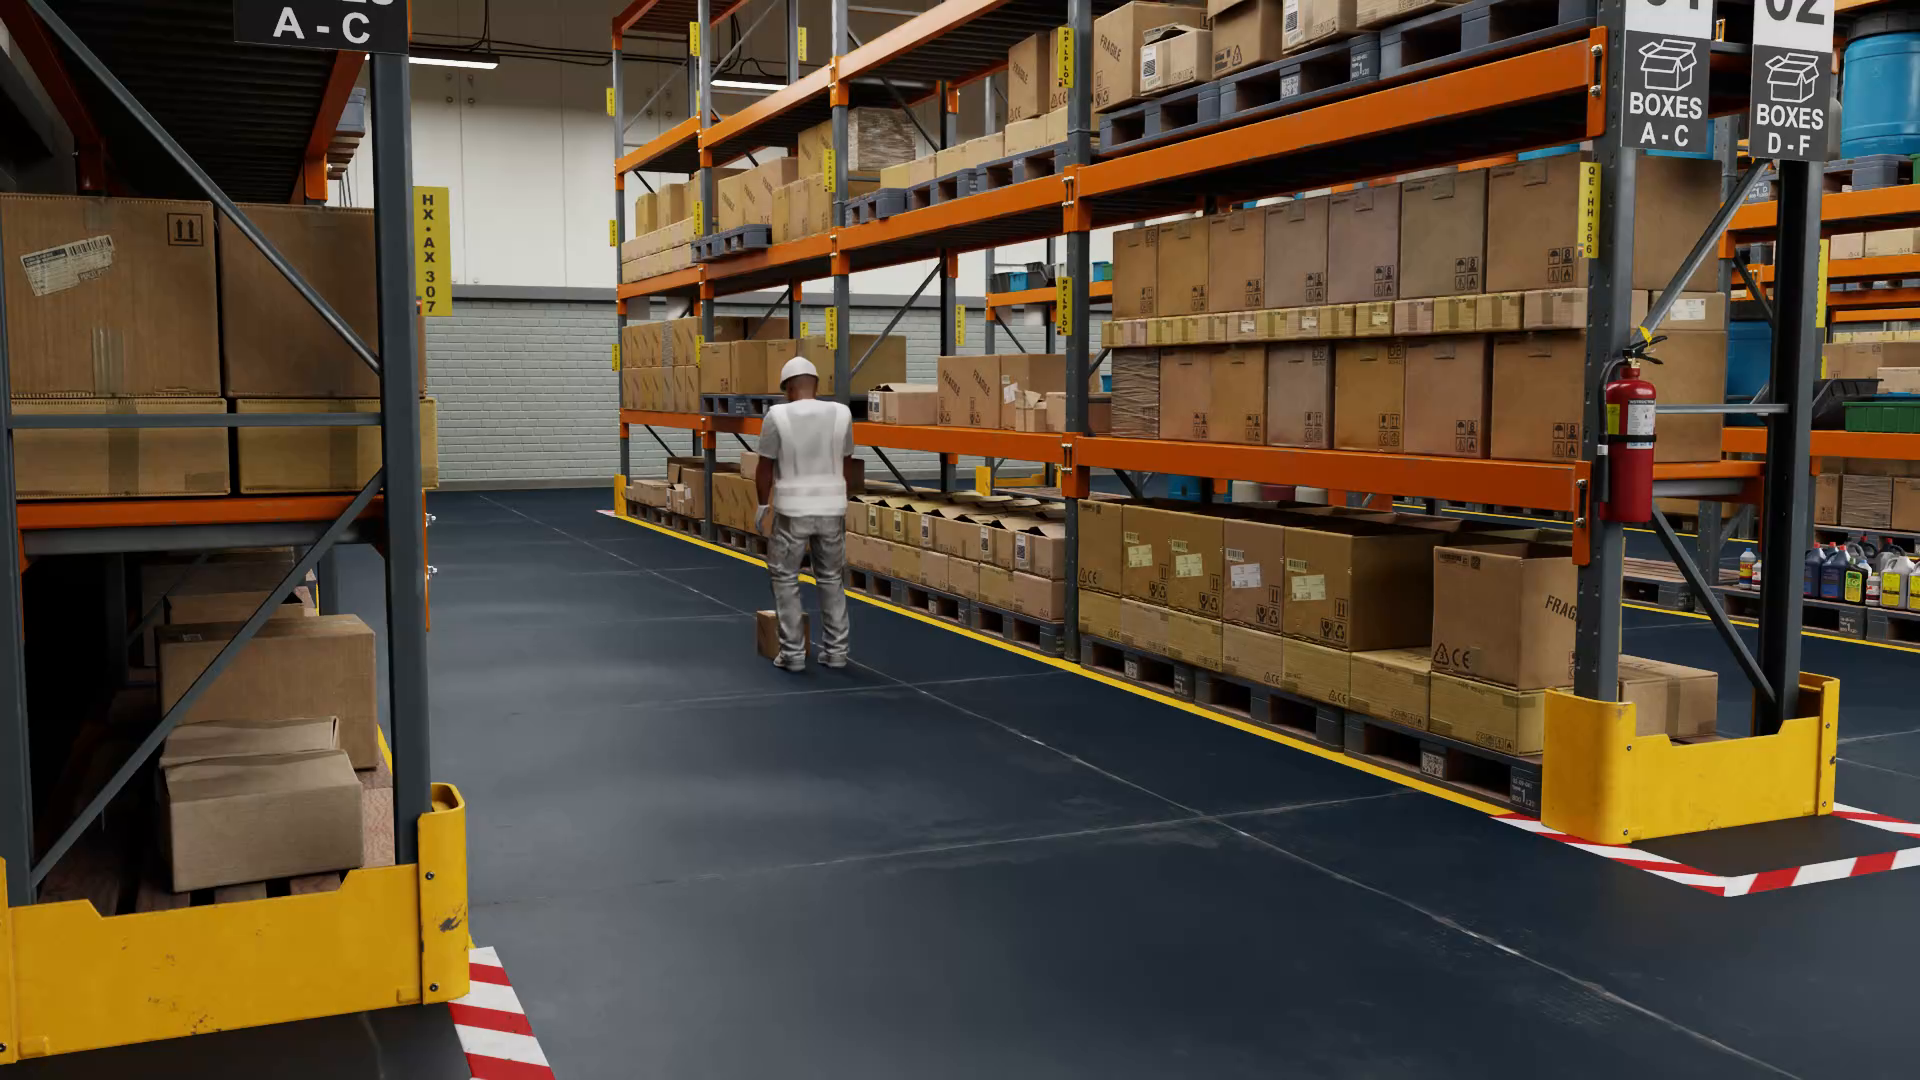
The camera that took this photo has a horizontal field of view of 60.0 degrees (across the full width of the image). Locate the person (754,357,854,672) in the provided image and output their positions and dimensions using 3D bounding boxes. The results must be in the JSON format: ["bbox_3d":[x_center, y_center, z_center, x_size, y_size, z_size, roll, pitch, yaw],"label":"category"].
[{"bbox_3d":[-0.879,-0.150,9.372,0.563,1.754,0.414,-2,6,-22],"label":"person"}]
